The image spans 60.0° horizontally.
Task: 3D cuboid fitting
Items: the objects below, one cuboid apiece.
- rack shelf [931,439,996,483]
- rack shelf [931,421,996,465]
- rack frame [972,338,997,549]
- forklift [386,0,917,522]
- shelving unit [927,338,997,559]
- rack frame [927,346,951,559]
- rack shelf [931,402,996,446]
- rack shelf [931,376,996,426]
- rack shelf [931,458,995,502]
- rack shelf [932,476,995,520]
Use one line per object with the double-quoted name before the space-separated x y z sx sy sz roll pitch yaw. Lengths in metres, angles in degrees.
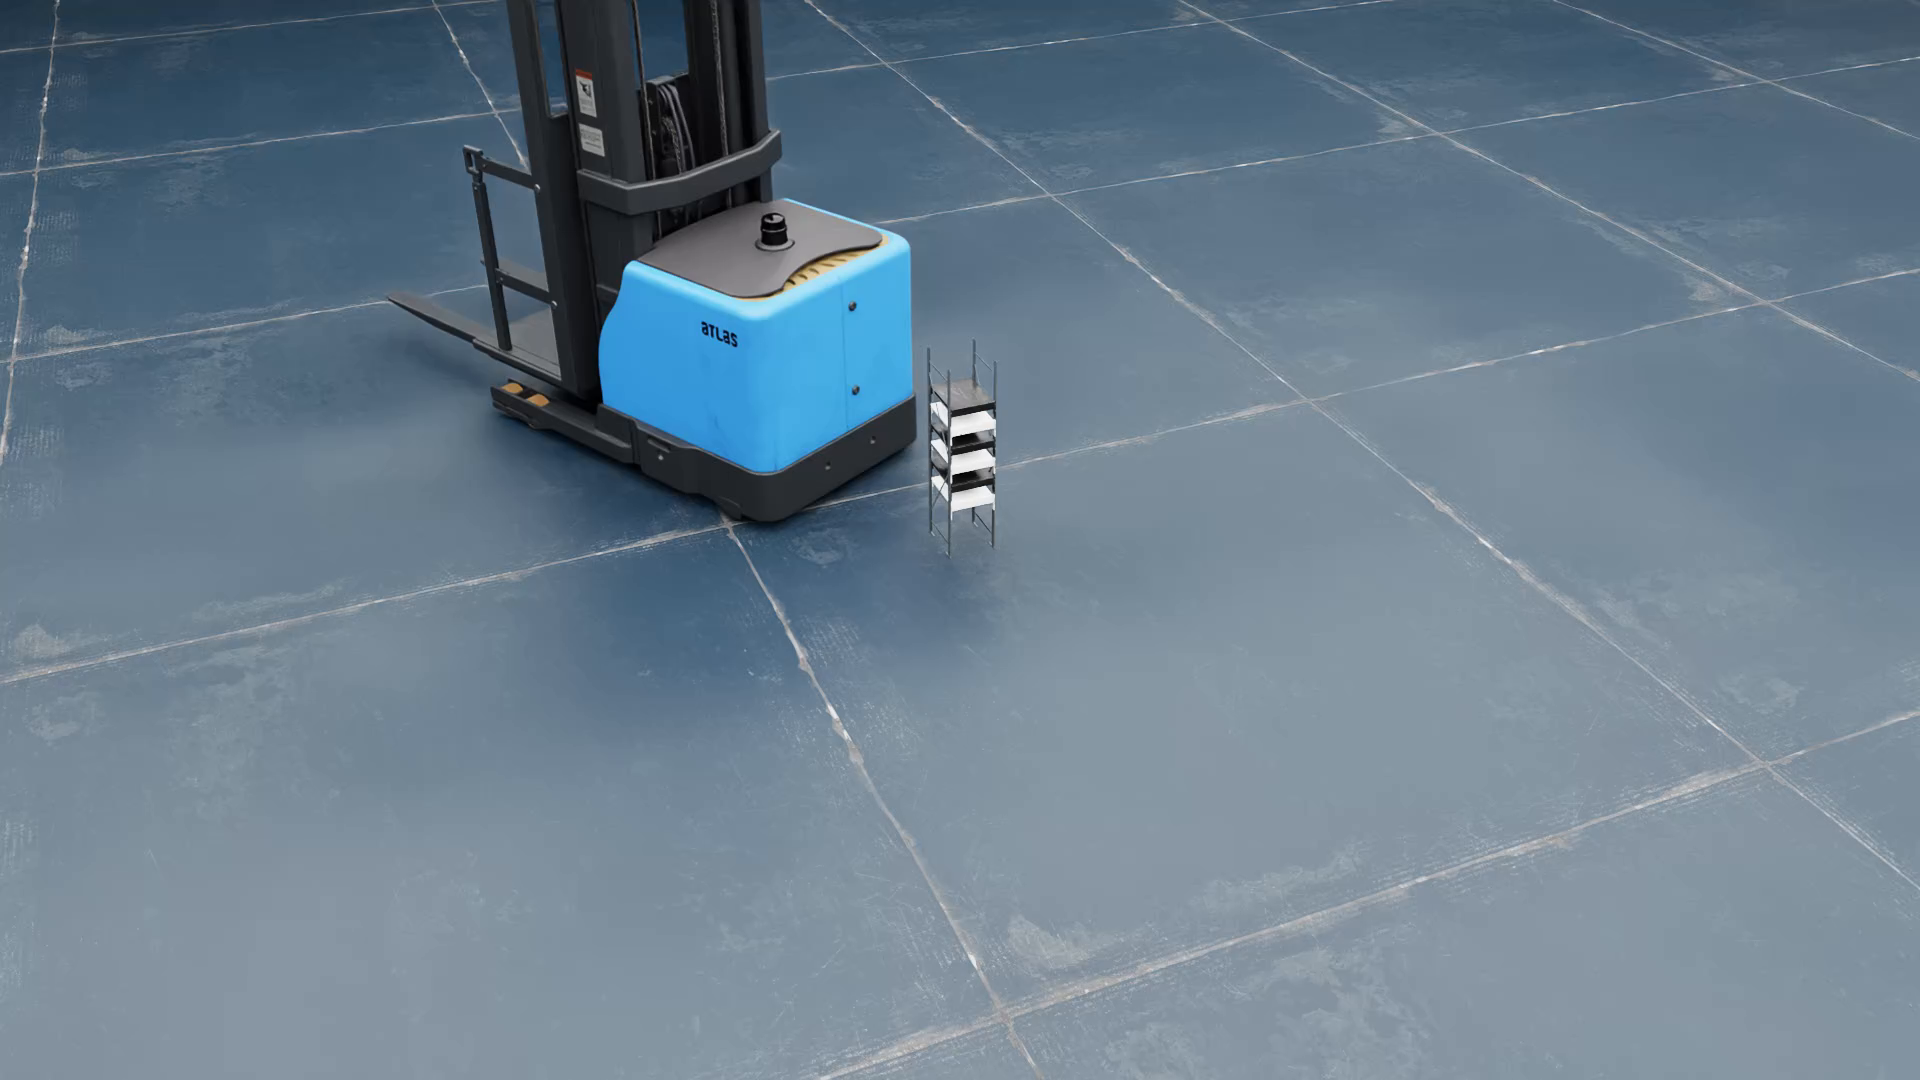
"rack shelf" 0.007 -0.351 7.025 0.200 0.077 0.258 -13 35 -19
"rack shelf" 0.007 -0.426 6.976 0.200 0.077 0.258 -13 35 -19
"rack frame" 0.101 -0.400 7.040 0.006 0.900 0.240 -13 35 -19
"forklift" -1.668 -1.966 7.584 3.031 2.935 1.130 24 40 32
"shelving unit" 0.007 -0.379 7.007 0.210 0.900 0.258 -13 35 -19
"rack frame" -0.086 -0.357 6.974 0.006 0.900 0.240 -13 35 -19
"rack shelf" 0.007 -0.502 6.927 0.200 0.077 0.258 -13 35 -19
"rack shelf" 0.007 -0.577 6.878 0.200 0.077 0.258 -13 35 -19
"rack shelf" 0.007 -0.276 7.074 0.200 0.077 0.258 -13 35 -19
"rack shelf" 0.007 -0.200 7.124 0.200 0.077 0.258 -13 35 -19
